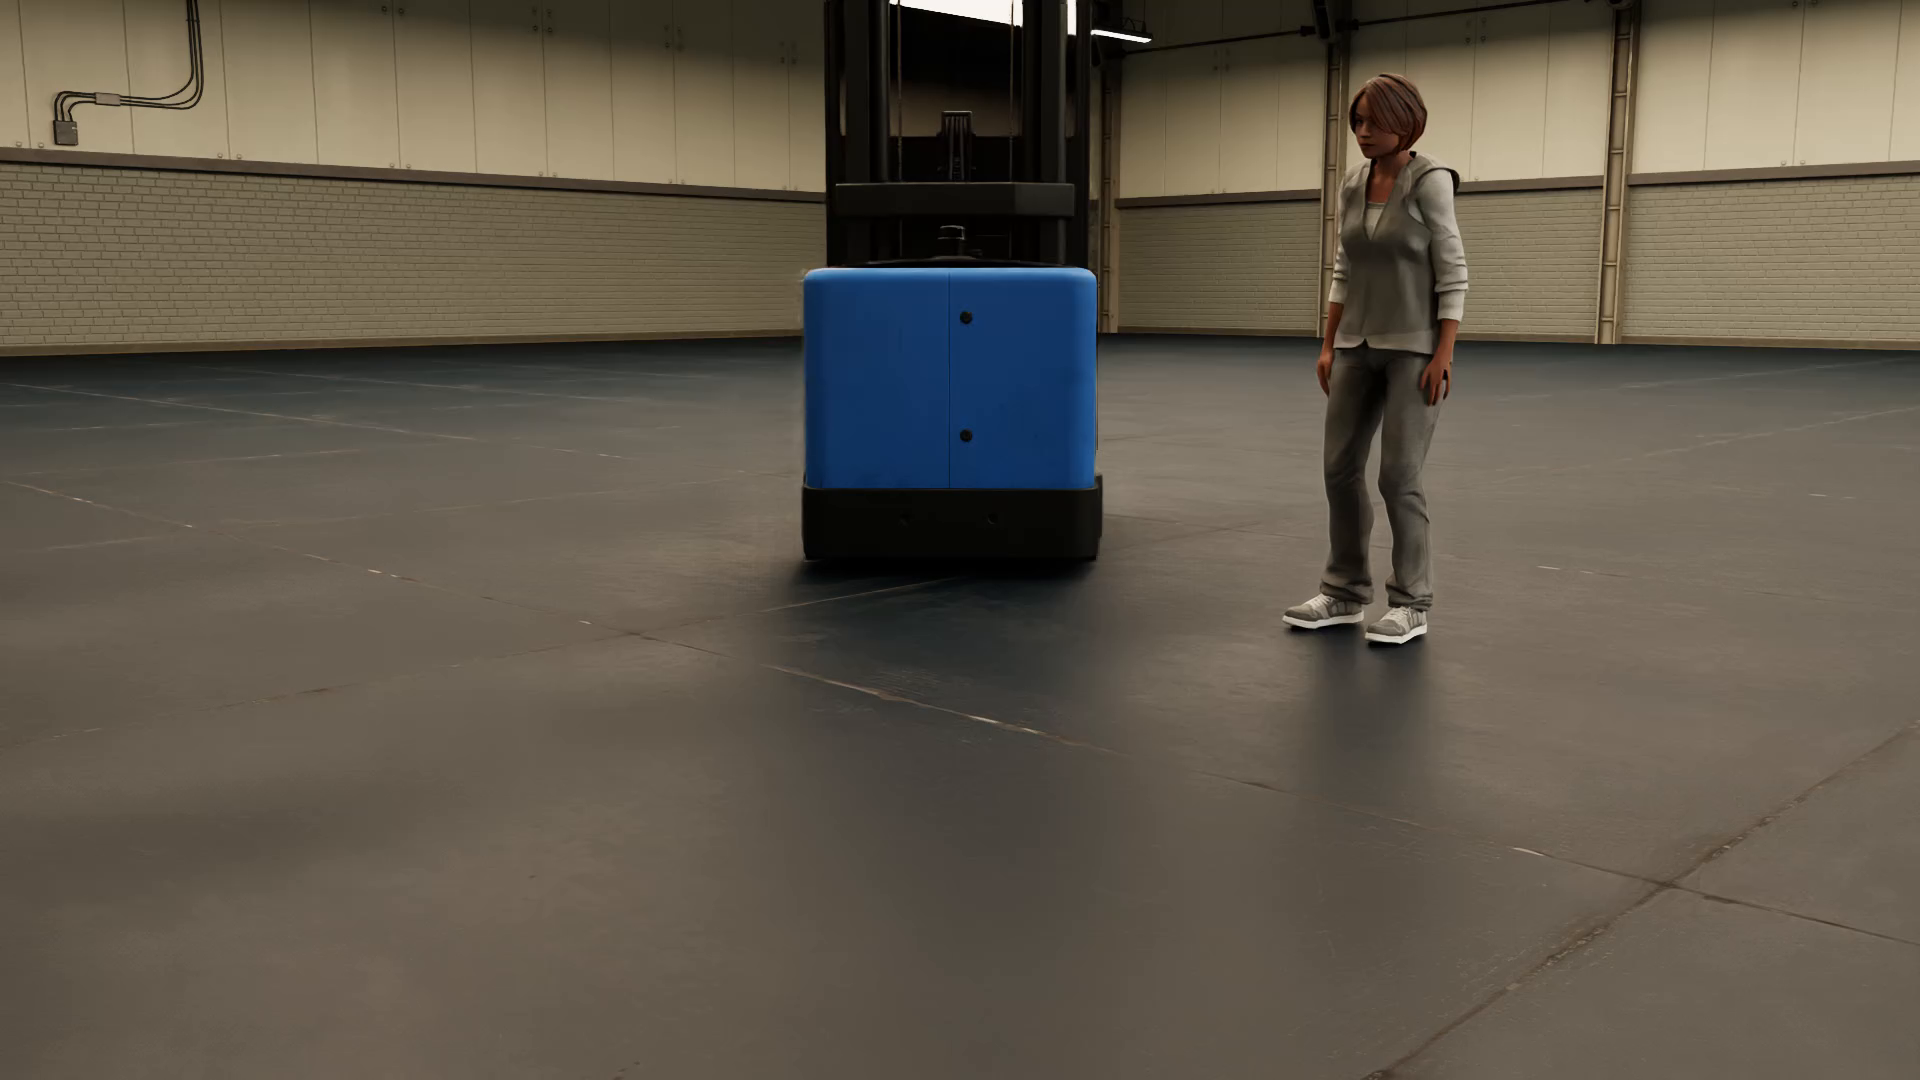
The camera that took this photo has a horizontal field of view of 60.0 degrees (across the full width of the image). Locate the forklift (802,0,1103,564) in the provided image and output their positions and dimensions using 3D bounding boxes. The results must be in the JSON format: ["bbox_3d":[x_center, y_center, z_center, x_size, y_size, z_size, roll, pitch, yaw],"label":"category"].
[{"bbox_3d":[-0.005,-1.542,7.114,1.130,2.935,3.031,0,9,1],"label":"forklift"}]

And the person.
[{"bbox_3d":[1.221,-0.512,4.772,0.348,1.592,0.472,-6,11,-36],"label":"person"}]
